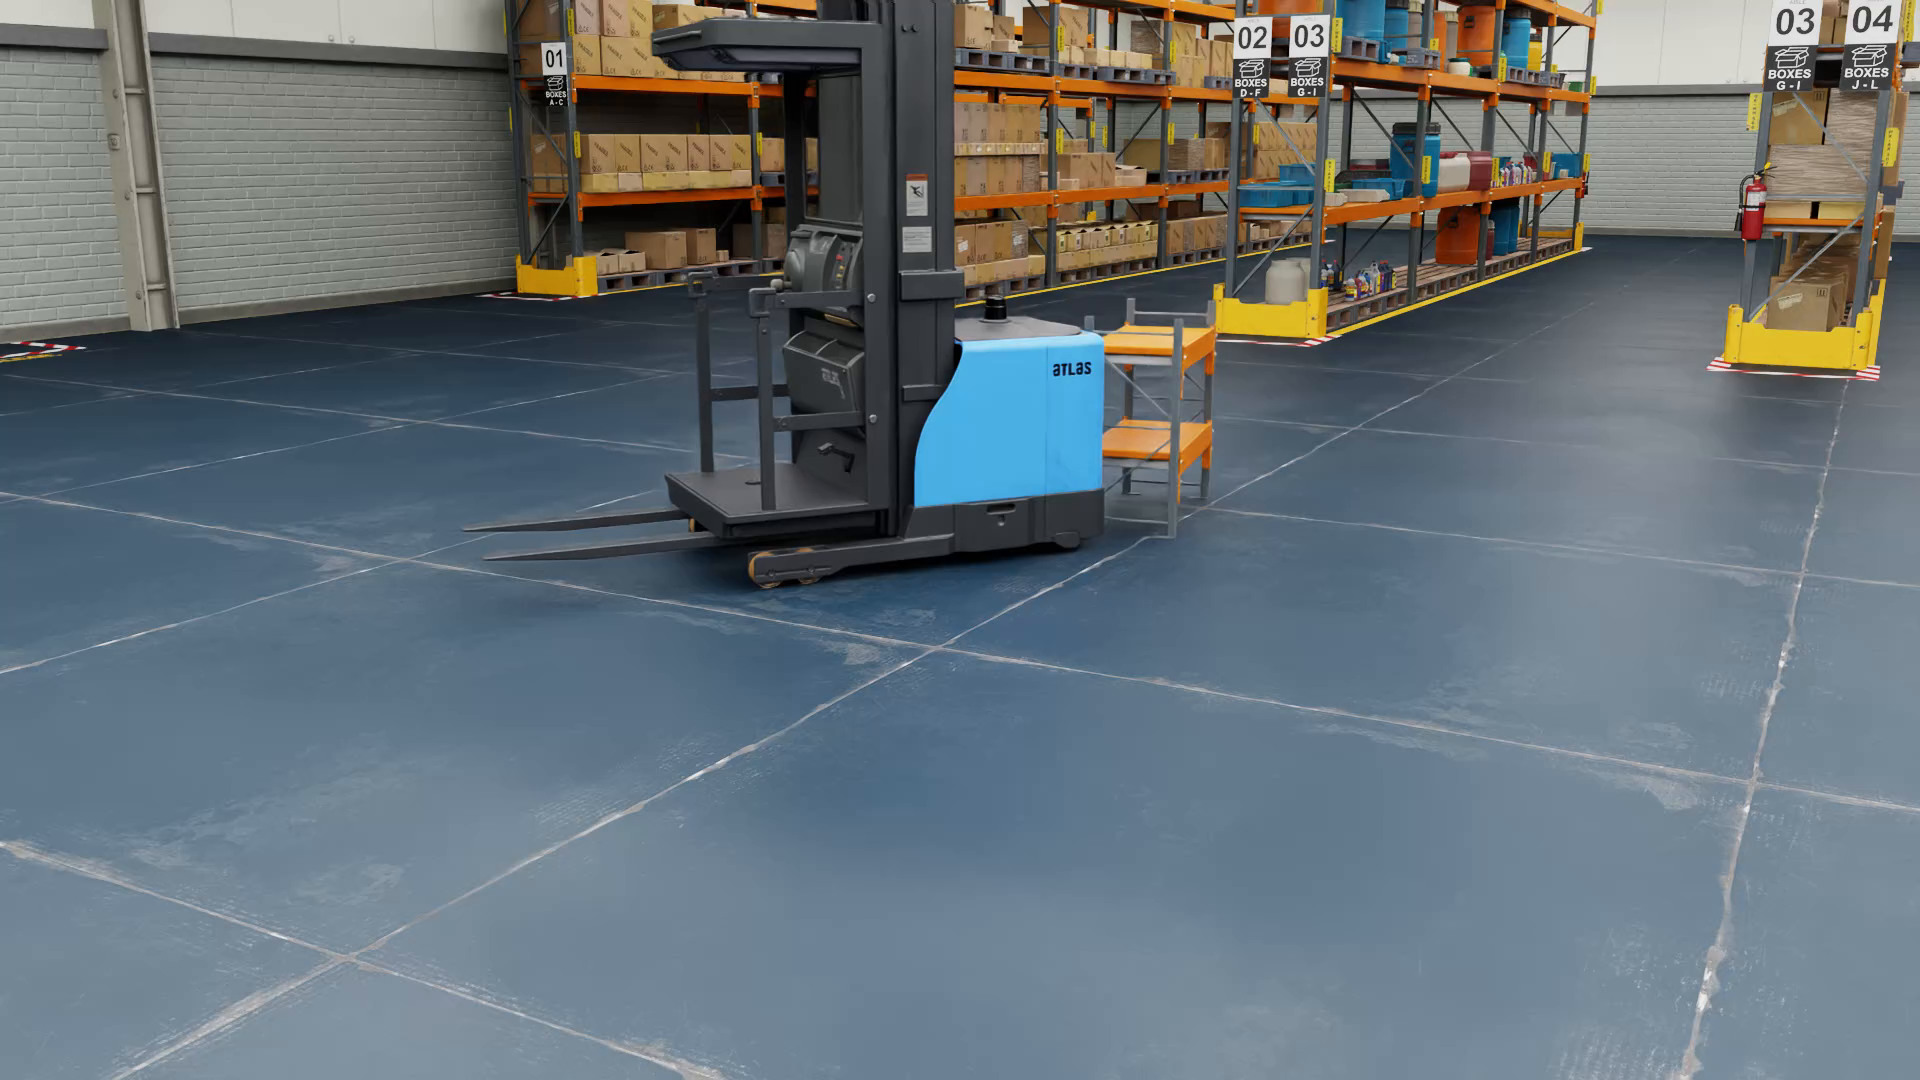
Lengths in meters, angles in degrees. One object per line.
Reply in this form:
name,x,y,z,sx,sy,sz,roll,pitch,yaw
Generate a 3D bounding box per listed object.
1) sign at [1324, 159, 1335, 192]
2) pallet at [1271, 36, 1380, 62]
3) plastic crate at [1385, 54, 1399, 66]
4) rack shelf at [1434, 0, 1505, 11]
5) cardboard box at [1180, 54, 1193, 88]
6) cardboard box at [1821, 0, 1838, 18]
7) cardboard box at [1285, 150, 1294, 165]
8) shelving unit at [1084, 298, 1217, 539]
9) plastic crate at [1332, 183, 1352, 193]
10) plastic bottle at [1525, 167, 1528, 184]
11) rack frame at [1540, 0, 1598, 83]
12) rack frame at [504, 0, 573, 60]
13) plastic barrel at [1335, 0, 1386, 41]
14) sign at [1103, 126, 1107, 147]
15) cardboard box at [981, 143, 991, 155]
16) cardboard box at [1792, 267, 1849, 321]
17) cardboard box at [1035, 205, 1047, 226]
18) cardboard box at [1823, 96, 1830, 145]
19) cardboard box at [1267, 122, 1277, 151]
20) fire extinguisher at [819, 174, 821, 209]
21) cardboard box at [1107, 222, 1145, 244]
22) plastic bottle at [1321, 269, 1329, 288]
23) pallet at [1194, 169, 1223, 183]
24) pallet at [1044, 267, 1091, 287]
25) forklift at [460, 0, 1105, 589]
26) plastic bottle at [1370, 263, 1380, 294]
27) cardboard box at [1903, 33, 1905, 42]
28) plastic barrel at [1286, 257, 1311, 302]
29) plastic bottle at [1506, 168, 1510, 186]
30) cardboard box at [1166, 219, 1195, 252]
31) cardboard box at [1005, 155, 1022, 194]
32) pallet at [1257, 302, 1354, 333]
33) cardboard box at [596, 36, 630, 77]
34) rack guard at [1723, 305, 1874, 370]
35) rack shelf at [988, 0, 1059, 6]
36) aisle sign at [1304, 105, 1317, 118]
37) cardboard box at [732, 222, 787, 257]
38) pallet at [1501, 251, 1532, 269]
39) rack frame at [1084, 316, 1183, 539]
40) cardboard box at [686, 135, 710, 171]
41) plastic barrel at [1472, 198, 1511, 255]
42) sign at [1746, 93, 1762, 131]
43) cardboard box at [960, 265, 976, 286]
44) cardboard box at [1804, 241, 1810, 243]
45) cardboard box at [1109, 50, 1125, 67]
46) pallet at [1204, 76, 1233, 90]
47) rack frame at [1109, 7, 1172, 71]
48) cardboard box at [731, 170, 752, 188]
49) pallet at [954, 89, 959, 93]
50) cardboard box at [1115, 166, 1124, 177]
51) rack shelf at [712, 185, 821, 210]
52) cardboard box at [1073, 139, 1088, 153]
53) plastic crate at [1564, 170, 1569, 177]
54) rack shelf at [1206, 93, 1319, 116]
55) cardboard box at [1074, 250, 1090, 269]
sign,3.741,-3.687,16.835,0.100,0.325,0.005,7,15,28
pallet,3.747,-5.140,17.458,1.003,0.211,1.213,7,15,28
plastic crate,4.773,-5.391,18.657,0.243,0.136,0.396,7,15,28
rack shelf,6.162,-7.219,21.663,1.077,0.370,4.000,7,15,28
cardboard box,3.223,-7.523,26.726,0.910,0.500,0.500,7,15,28
cardboard box,7.687,-4.766,14.970,0.380,0.149,0.250,7,15,26
cardboard box,5.946,-7.074,31.262,0.500,0.500,0.500,7,15,27
shelving unit,1.030,-0.687,8.985,0.538,1.125,1.048,4,14,17
plastic crate,4.292,-4.086,19.535,0.450,0.188,0.662,7,15,28
plastic bottle,8.979,-5.824,26.558,0.152,0.276,0.135,7,15,28
rack frame,10.996,-9.814,30.042,1.000,3.000,0.127,7,15,28
rack frame,-5.411,-7.654,21.082,1.000,3.000,0.127,7,15,28
plastic barrel,4.621,-6.150,19.277,0.600,0.901,0.708,7,15,28
sign,2.315,-6.402,26.389,0.100,0.325,0.005,7,15,28
cardboard box,0.176,-4.967,21.137,0.380,0.149,0.250,8,16,30
cardboard box,8.801,-2.532,17.071,0.500,0.500,0.500,6,15,23
cardboard box,1.337,-6.538,33.691,0.700,0.500,0.500,8,16,29
cardboard box,7.884,-3.977,15.650,0.500,0.500,0.500,7,15,28
cardboard box,5.452,-7.345,30.251,0.500,0.500,0.500,7,15,26
fire extinguisher,-1.536,-4.168,19.587,0.296,0.674,0.183,7,15,28
cardboard box,2.512,-4.716,25.469,0.500,0.311,0.500,7,15,27
plastic bottle,4.287,-3.070,19.738,0.152,0.276,0.135,7,15,28
pallet,3.731,-6.125,27.948,1.003,0.211,1.213,7,15,28
pallet,1.183,-3.798,23.836,1.003,0.211,1.213,7,15,28
forklift,-0.836,-1.343,7.851,3.031,2.935,1.130,-6,15,-24
plastic bottle,4.887,-3.092,19.670,0.144,0.351,0.185,7,15,28
cardboard box,11.215,-6.213,20.223,0.500,0.500,0.500,7,15,28
plastic barrel,3.755,-2.856,18.394,0.421,0.512,0.421,0,14,0
plastic bottle,8.292,-5.533,25.348,0.152,0.276,0.135,7,15,28
cardboard box,3.513,-4.986,27.211,0.500,0.500,0.500,7,15,26
cardboard box,0.403,-4.846,22.020,0.700,0.500,0.500,7,15,27
pallet,3.655,-2.447,18.232,1.003,0.211,1.213,7,15,28
cardboard box,-4.739,-6.401,22.027,0.500,0.500,0.500,9,16,32
rack guard,7.634,-1.854,15.159,1.175,0.500,0.348,7,15,28
rack shelf,-0.106,-6.960,20.590,1.077,0.370,4.000,7,15,28
aisle sign,6.963,-8.703,32.686,0.394,0.787,0.004,7,15,28
cardboard box,-3.136,-4.710,26.065,0.700,0.500,0.500,8,16,30
pallet,8.653,-4.568,27.031,1.003,0.211,1.213,7,15,28
rack frame,0.876,-0.574,8.514,0.500,1.125,0.032,4,14,17
cardboard box,-3.924,-5.523,23.718,0.500,0.500,0.500,7,15,26
plastic barrel,8.443,-5.006,26.480,0.600,0.901,0.708,7,15,28
sign,7.121,-3.838,14.907,0.100,0.325,0.005,7,15,28
cardboard box,-0.138,-3.335,20.938,0.500,0.250,0.500,7,15,28
cardboard box,11.158,-3.554,21.271,0.700,0.500,0.500,6,15,25
cardboard box,2.101,-7.083,24.536,0.500,0.250,0.500,7,15,27
pallet,3.853,-7.667,27.937,1.213,0.211,1.003,7,15,28
rack frame,2.795,-8.735,25.565,1.000,3.000,0.127,7,15,28
cardboard box,-3.441,-5.364,24.659,0.500,0.250,0.500,7,15,28
pallet,-0.741,-8.113,29.790,1.003,0.211,1.213,8,16,31
cardboard box,2.193,-5.614,25.609,0.500,0.311,0.500,7,15,27
rack shelf,-2.510,-5.619,26.975,1.077,0.370,4.000,7,15,28
cardboard box,2.086,-8.060,34.927,0.980,0.700,0.700,8,16,31
plastic crate,10.761,-6.611,29.990,0.396,0.136,0.243,7,15,28
rack shelf,5.695,-8.158,31.107,1.077,0.370,4.000,7,15,28
cardboard box,1.521,-4.025,23.798,0.500,0.250,0.500,8,16,29
